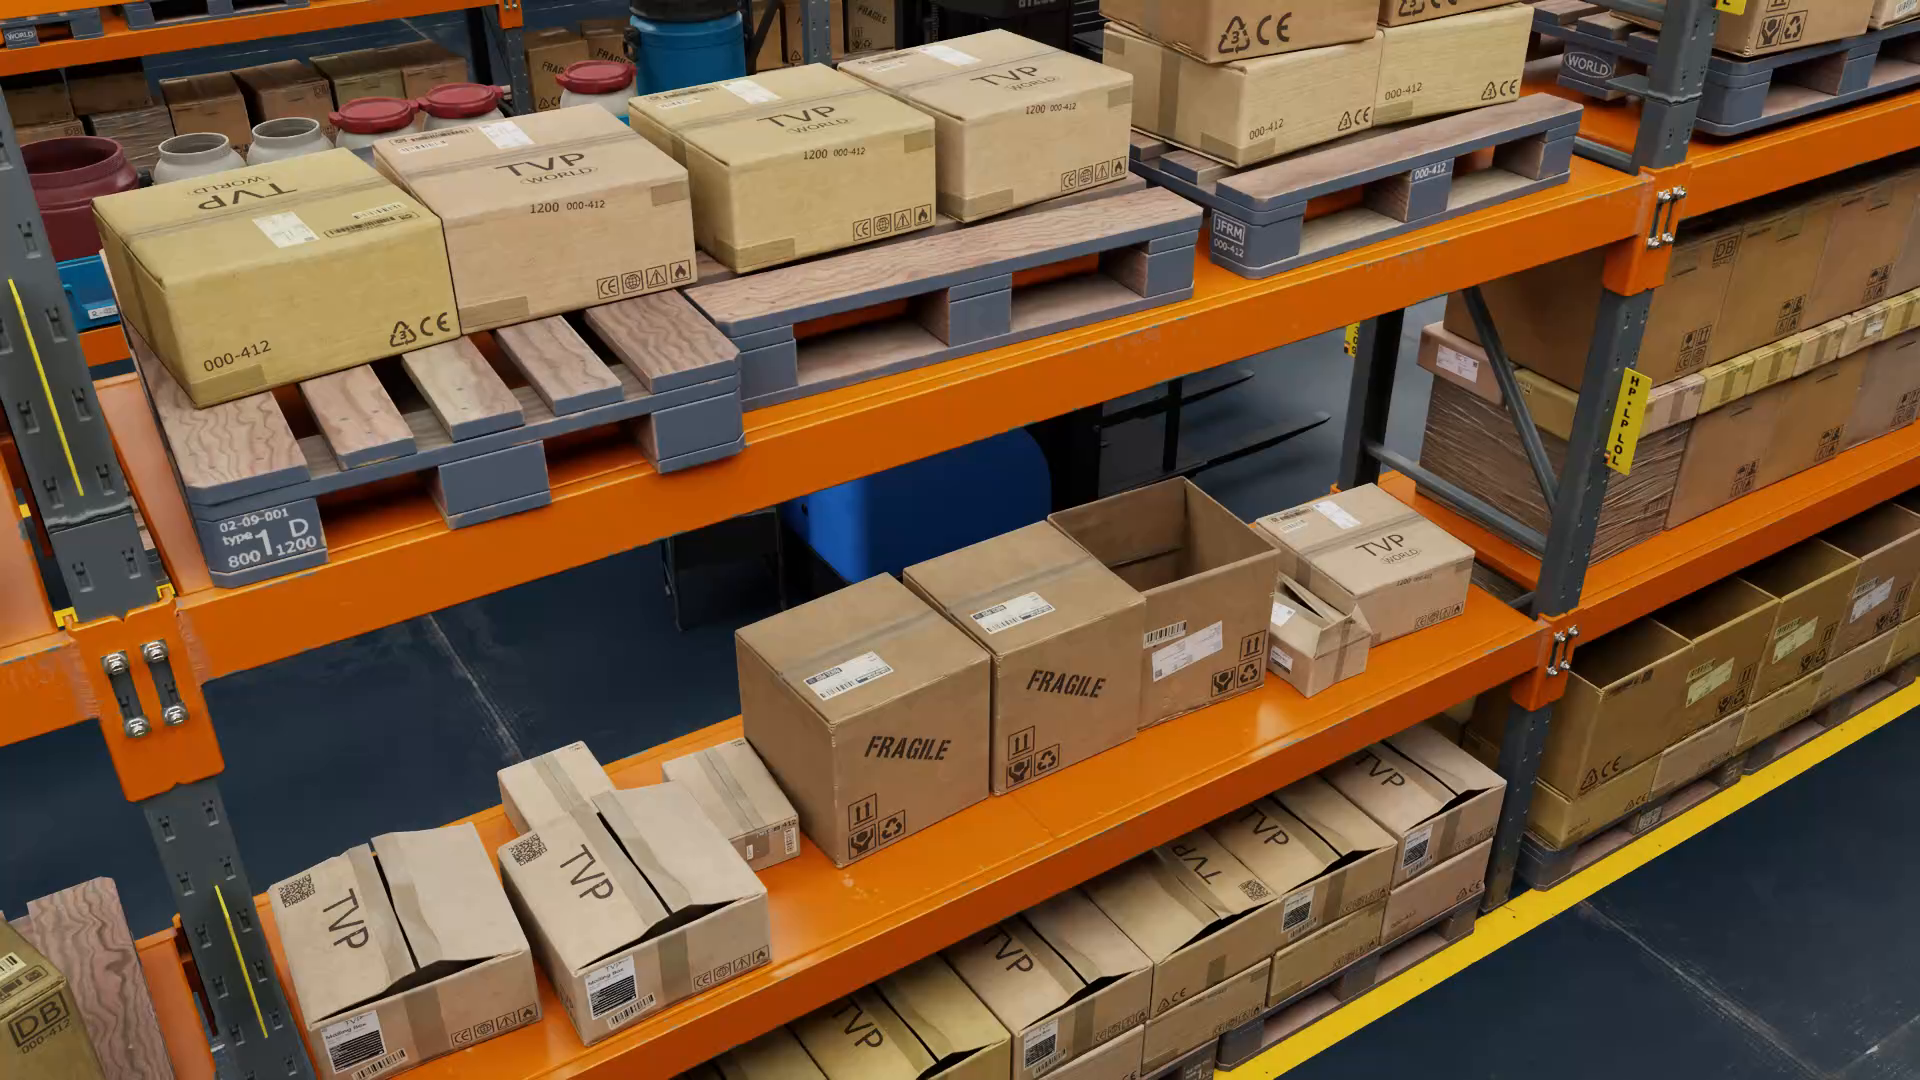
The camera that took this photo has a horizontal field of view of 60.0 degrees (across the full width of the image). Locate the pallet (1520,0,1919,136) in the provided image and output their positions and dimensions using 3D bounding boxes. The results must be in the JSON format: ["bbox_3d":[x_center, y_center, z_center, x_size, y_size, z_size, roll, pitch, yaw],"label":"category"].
[{"bbox_3d":[2.399,-1.628,5.291,1.213,0.211,1.003,-19,37,-27],"label":"pallet"}]

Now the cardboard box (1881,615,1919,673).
[{"bbox_3d":[3.935,0.273,7.189,0.500,0.250,0.500,-19,37,-27],"label":"cardboard box"}]

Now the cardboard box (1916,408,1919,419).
[{"bbox_3d":[3.800,-0.913,6.792,0.500,0.500,0.700,-19,37,-27],"label":"cardboard box"}]

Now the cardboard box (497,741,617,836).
[{"bbox_3d":[-1.059,0.740,4.501,0.250,0.149,0.380,-19,37,-27],"label":"cardboard box"}]

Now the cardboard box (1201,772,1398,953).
[{"bbox_3d":[1.077,1.008,5.498,0.500,0.311,0.500,-18,36,-26],"label":"cardboard box"}]

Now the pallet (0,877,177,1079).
[{"bbox_3d":[-2.197,1.326,3.516,1.003,0.211,1.213,-19,37,-27],"label":"pallet"}]

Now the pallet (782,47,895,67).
[{"bbox_3d":[-1.072,-4.318,14.897,1.213,0.211,1.003,-19,37,-27],"label":"pallet"}]

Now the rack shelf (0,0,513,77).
[{"bbox_3d":[-5.349,-3.700,11.978,4.000,0.370,1.077,-19,37,-27],"label":"rack shelf"}]

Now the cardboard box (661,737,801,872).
[{"bbox_3d":[-0.624,0.730,4.517,0.250,0.149,0.380,-16,36,-24],"label":"cardboard box"}]

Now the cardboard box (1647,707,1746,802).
[{"bbox_3d":[2.673,0.706,6.503,0.500,0.250,0.500,-19,37,-27],"label":"cardboard box"}]

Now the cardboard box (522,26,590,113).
[{"bbox_3d":[-3.310,-3.800,13.412,0.500,0.500,0.500,-20,37,-29],"label":"cardboard box"}]

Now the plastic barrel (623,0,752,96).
[{"bbox_3d":[-1.473,-2.597,9.086,0.708,0.901,0.600,-19,37,-27],"label":"plastic barrel"}]

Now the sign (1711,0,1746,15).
[{"bbox_3d":[1.999,-1.519,4.255,0.005,0.325,0.100,-19,37,-27],"label":"sign"}]

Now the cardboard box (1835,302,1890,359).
[{"bbox_3d":[3.108,-0.821,6.038,0.250,0.149,0.380,-20,37,-29],"label":"cardboard box"}]

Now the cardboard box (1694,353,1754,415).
[{"bbox_3d":[2.454,-0.594,5.679,0.250,0.149,0.380,-20,37,-28],"label":"cardboard box"}]

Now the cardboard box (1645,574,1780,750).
[{"bbox_3d":[2.672,0.388,6.305,0.500,0.500,0.500,-19,37,-27],"label":"cardboard box"}]

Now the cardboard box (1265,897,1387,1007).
[{"bbox_3d":[1.079,1.242,5.653,0.500,0.250,0.500,-20,37,-28],"label":"cardboard box"}]

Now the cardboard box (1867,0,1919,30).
[{"bbox_3d":[2.716,-1.790,5.023,0.500,0.311,0.500,-21,38,-30],"label":"cardboard box"}]

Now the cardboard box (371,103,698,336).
[{"bbox_3d":[-0.884,-0.681,3.454,0.500,0.250,0.500,-18,36,-26],"label":"cardboard box"}]

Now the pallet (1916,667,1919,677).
[{"bbox_3d":[4.438,0.124,7.855,1.213,0.211,1.003,-19,37,-27],"label":"pallet"}]

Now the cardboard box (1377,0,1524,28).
[{"bbox_3d":[1.157,-1.678,4.332,0.500,0.500,0.500,-19,37,-27],"label":"cardboard box"}]

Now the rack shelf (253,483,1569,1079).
[{"bbox_3d":[0.015,0.744,4.934,4.000,0.370,1.077,-19,37,-27],"label":"rack shelf"}]

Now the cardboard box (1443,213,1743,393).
[{"bbox_3d":[2.066,-0.861,5.494,0.500,0.500,0.700,-19,37,-27],"label":"cardboard box"}]

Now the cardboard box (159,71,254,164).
[{"bbox_3d":[-5.545,-3.090,12.268,0.500,0.500,0.700,-16,36,-23],"label":"cardboard box"}]

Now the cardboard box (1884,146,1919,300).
[{"bbox_3d":[3.331,-1.296,6.184,0.500,0.500,0.700,-19,37,-27],"label":"cardboard box"}]

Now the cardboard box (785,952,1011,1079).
[{"bbox_3d":[-0.199,1.444,4.807,0.500,0.311,0.500,-20,37,-29],"label":"cardboard box"}]

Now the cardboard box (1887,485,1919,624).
[{"bbox_3d":[3.936,-0.043,6.987,0.500,0.500,0.500,-19,37,-27],"label":"cardboard box"}]

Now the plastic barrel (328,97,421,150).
[{"bbox_3d":[-2.887,-1.903,8.328,0.433,0.535,0.433,0,32,0],"label":"plastic barrel"}]

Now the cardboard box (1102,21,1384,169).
[{"bbox_3d":[0.713,-1.188,4.257,0.500,0.250,0.500,-23,39,-32],"label":"cardboard box"}]

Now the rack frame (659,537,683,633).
[{"bbox_3d":[-1.335,-0.569,7.184,0.015,2.100,0.400,-10,34,-15],"label":"rack frame"}]

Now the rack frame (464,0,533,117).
[{"bbox_3d":[-3.668,-4.582,12.702,0.127,3.000,1.000,-19,37,-27],"label":"rack frame"}]

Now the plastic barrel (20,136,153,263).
[{"bbox_3d":[-4.120,-1.532,7.740,0.708,0.536,0.600,-19,37,-27],"label":"plastic barrel"}]

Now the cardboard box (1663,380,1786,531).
[{"bbox_3d":[2.506,-0.468,6.086,0.500,0.500,0.700,-19,37,-28],"label":"cardboard box"}]

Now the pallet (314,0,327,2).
[{"bbox_3d":[-4.389,-4.345,12.507,1.213,0.211,1.003,-19,37,-27],"label":"pallet"}]

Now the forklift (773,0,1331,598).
[{"bbox_3d":[0.529,-1.422,7.757,3.031,2.935,1.130,-19,37,-27],"label":"forklift"}]

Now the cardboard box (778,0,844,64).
[{"bbox_3d":[-1.324,-4.498,14.518,0.500,0.500,0.500,-10,33,-15],"label":"cardboard box"}]

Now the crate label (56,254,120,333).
[{"bbox_3d":[-3.789,-1.088,7.320,0.416,0.233,0.303,-19,37,-27],"label":"crate label"}]

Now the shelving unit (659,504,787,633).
[{"bbox_3d":[-1.104,-0.610,7.248,0.503,2.100,0.431,-10,34,-15],"label":"shelving unit"}]

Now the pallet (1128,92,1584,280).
[{"bbox_3d":[0.962,-1.066,4.496,1.217,0.209,0.805,-21,38,-29],"label":"pallet"}]

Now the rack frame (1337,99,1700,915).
[{"bbox_3d":[1.696,-0.139,5.658,0.127,3.000,1.000,-19,37,-27],"label":"rack frame"}]

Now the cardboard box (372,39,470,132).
[{"bbox_3d":[-4.195,-3.543,12.986,0.500,0.500,0.700,-22,38,-31],"label":"cardboard box"}]

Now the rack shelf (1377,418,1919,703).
[{"bbox_3d":[3.377,-0.413,6.767,4.000,0.370,1.077,-19,37,-27],"label":"rack shelf"}]

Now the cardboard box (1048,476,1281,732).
[{"bbox_3d":[0.599,0.186,5.050,0.500,0.500,0.500,-16,36,-24],"label":"cardboard box"}]
